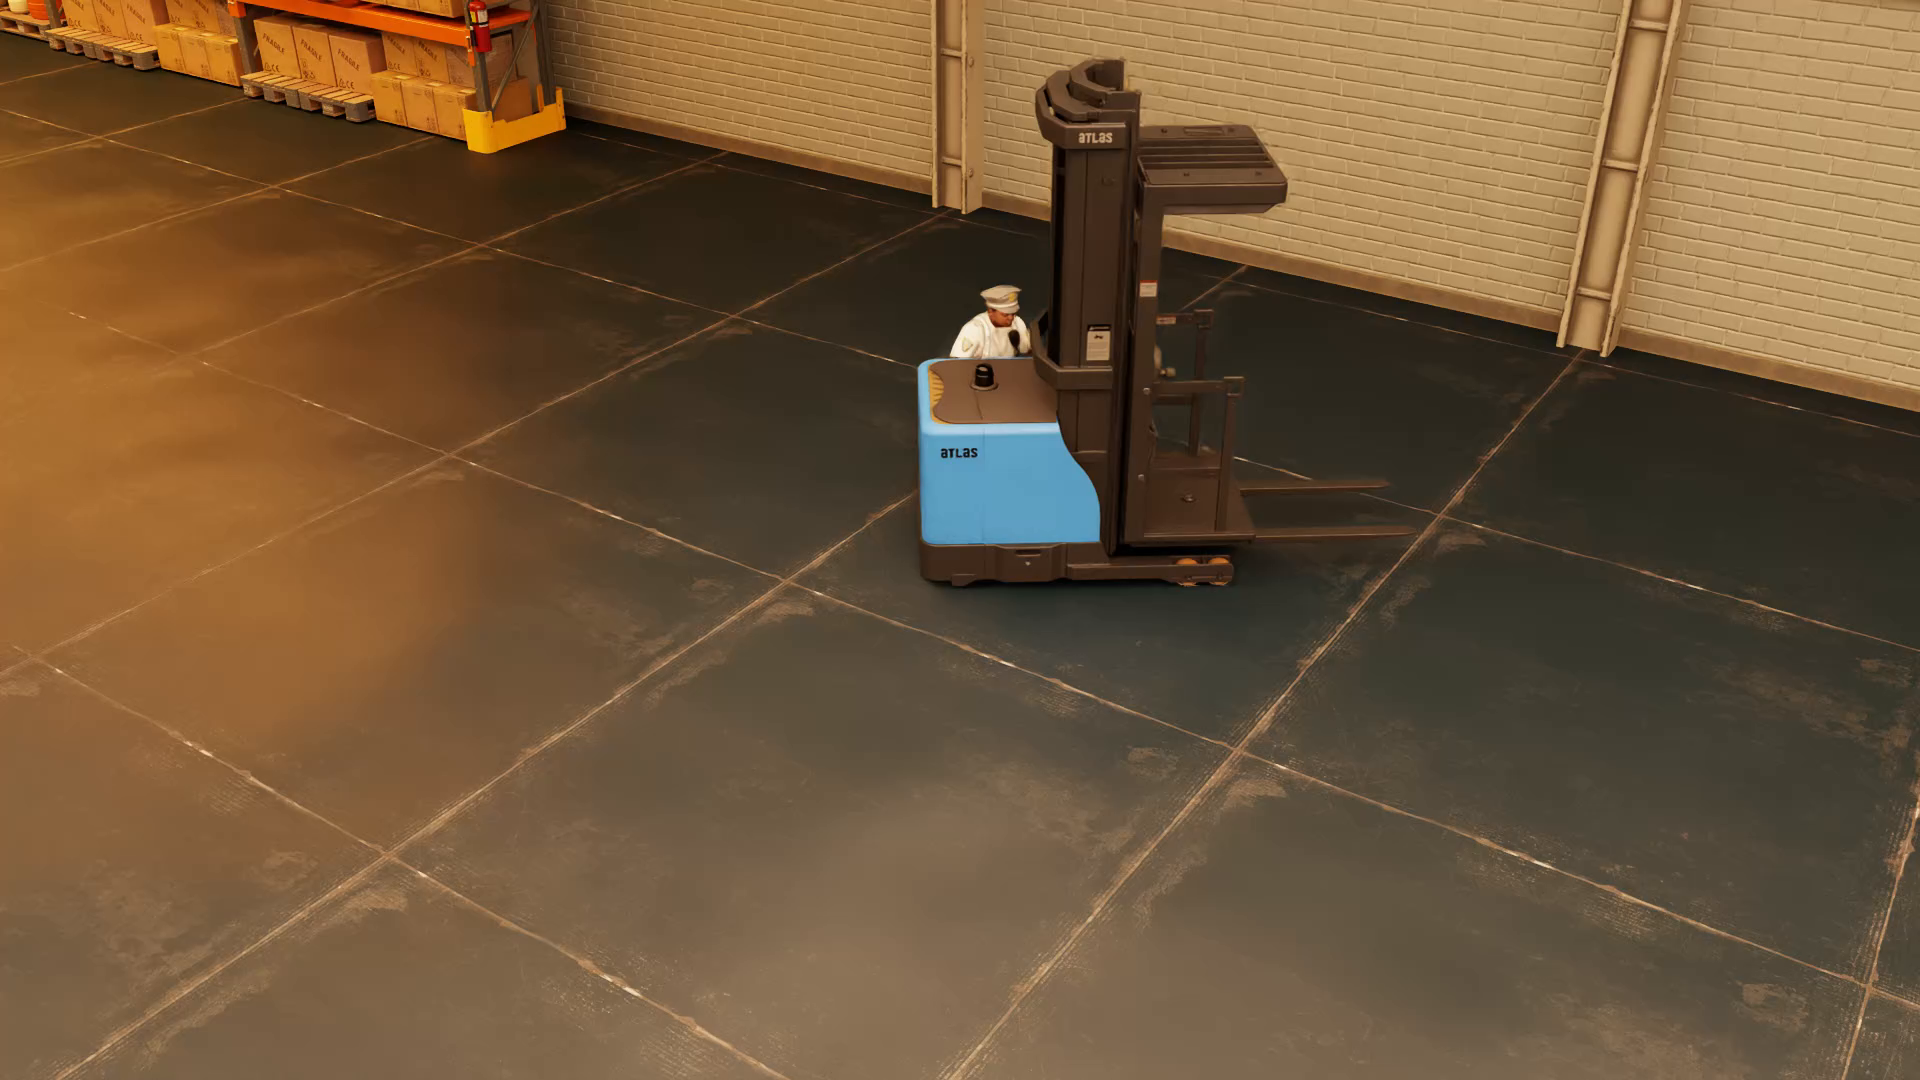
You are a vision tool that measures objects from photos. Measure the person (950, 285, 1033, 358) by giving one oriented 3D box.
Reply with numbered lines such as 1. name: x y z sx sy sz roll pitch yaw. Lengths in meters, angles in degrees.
1. person: 0.325 -0.886 10.662 0.730 1.456 0.812 -24 38 -35

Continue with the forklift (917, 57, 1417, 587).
1. forklift: 1.258 -1.254 9.741 3.031 2.935 1.130 -1 30 -2
